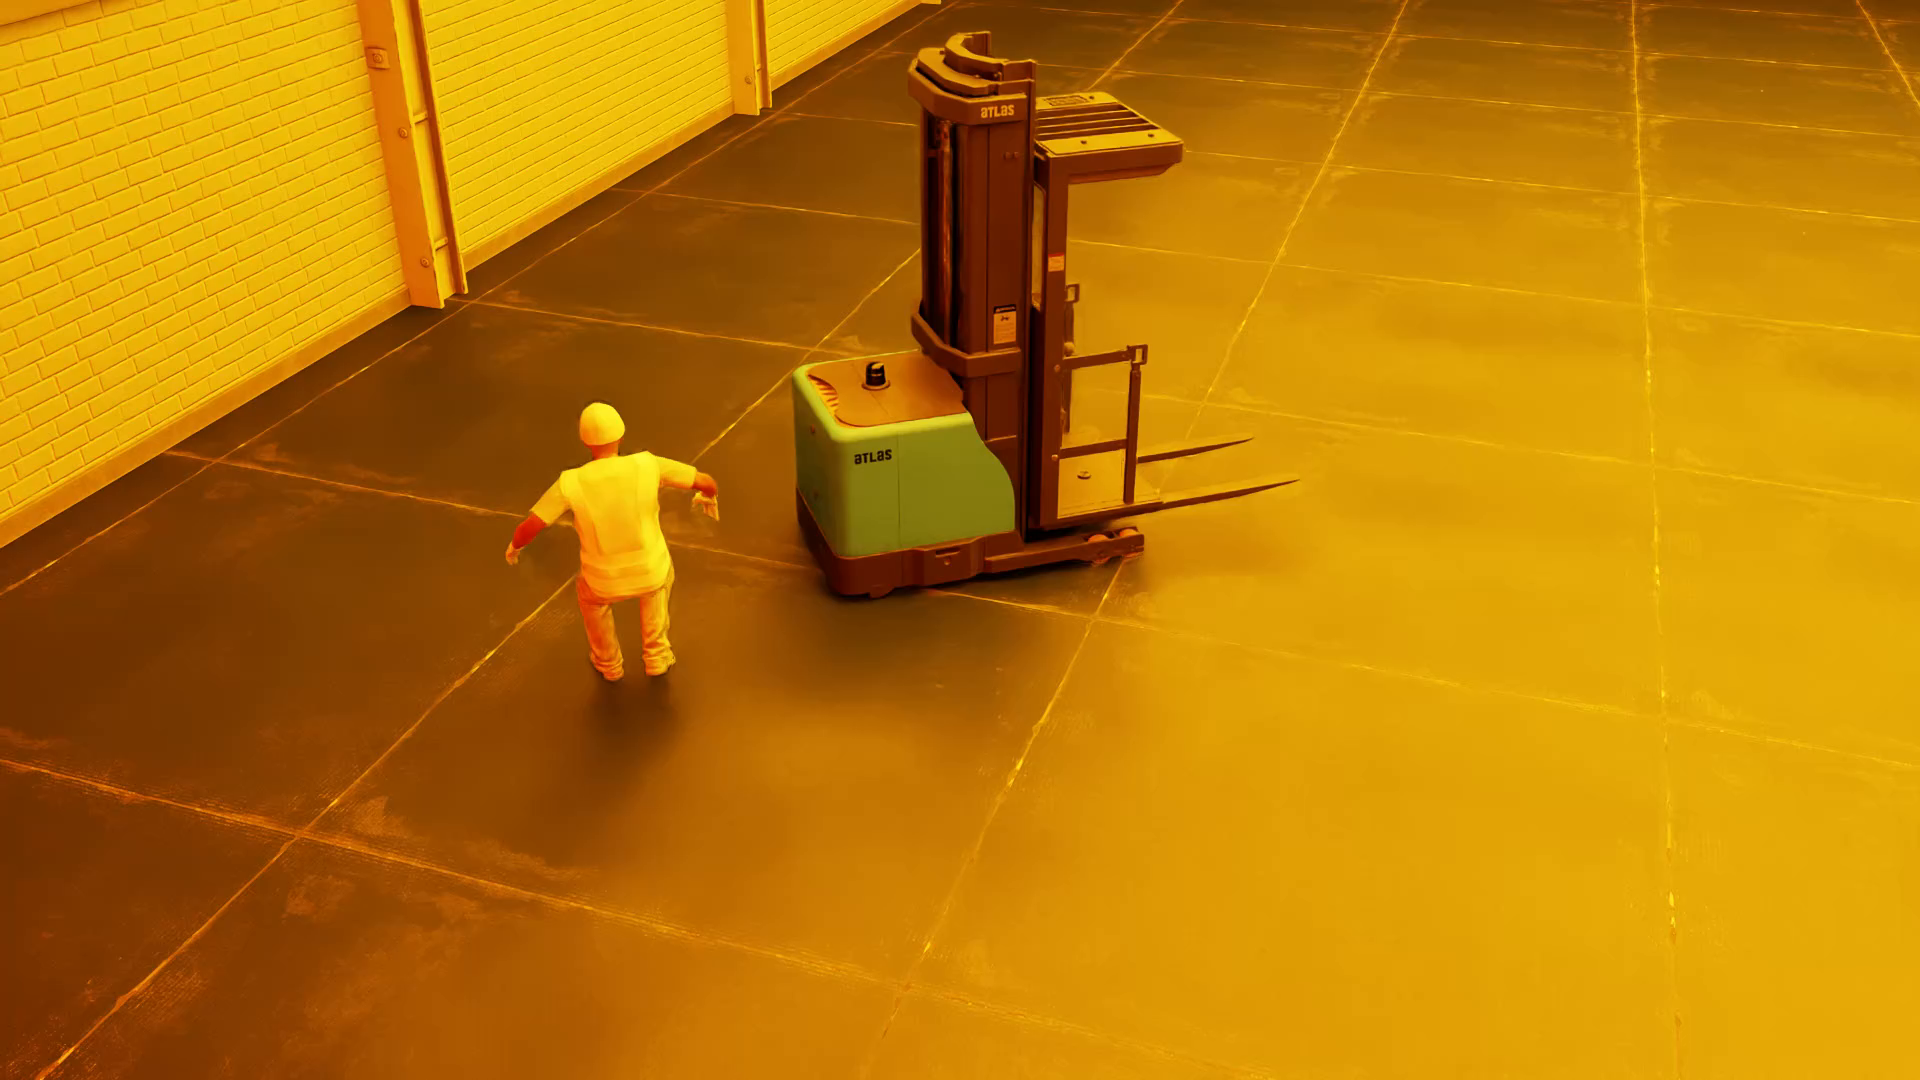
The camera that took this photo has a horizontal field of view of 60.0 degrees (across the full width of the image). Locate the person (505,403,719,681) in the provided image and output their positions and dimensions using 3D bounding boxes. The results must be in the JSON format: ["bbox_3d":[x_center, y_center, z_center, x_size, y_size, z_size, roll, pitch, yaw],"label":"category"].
[{"bbox_3d":[-1.731,0.042,8.352,1.053,1.671,0.694,-7,30,-12],"label":"person"}]

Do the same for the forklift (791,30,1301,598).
[{"bbox_3d":[0.576,-1.374,9.546,3.031,2.935,1.130,-10,31,-16],"label":"forklift"}]
